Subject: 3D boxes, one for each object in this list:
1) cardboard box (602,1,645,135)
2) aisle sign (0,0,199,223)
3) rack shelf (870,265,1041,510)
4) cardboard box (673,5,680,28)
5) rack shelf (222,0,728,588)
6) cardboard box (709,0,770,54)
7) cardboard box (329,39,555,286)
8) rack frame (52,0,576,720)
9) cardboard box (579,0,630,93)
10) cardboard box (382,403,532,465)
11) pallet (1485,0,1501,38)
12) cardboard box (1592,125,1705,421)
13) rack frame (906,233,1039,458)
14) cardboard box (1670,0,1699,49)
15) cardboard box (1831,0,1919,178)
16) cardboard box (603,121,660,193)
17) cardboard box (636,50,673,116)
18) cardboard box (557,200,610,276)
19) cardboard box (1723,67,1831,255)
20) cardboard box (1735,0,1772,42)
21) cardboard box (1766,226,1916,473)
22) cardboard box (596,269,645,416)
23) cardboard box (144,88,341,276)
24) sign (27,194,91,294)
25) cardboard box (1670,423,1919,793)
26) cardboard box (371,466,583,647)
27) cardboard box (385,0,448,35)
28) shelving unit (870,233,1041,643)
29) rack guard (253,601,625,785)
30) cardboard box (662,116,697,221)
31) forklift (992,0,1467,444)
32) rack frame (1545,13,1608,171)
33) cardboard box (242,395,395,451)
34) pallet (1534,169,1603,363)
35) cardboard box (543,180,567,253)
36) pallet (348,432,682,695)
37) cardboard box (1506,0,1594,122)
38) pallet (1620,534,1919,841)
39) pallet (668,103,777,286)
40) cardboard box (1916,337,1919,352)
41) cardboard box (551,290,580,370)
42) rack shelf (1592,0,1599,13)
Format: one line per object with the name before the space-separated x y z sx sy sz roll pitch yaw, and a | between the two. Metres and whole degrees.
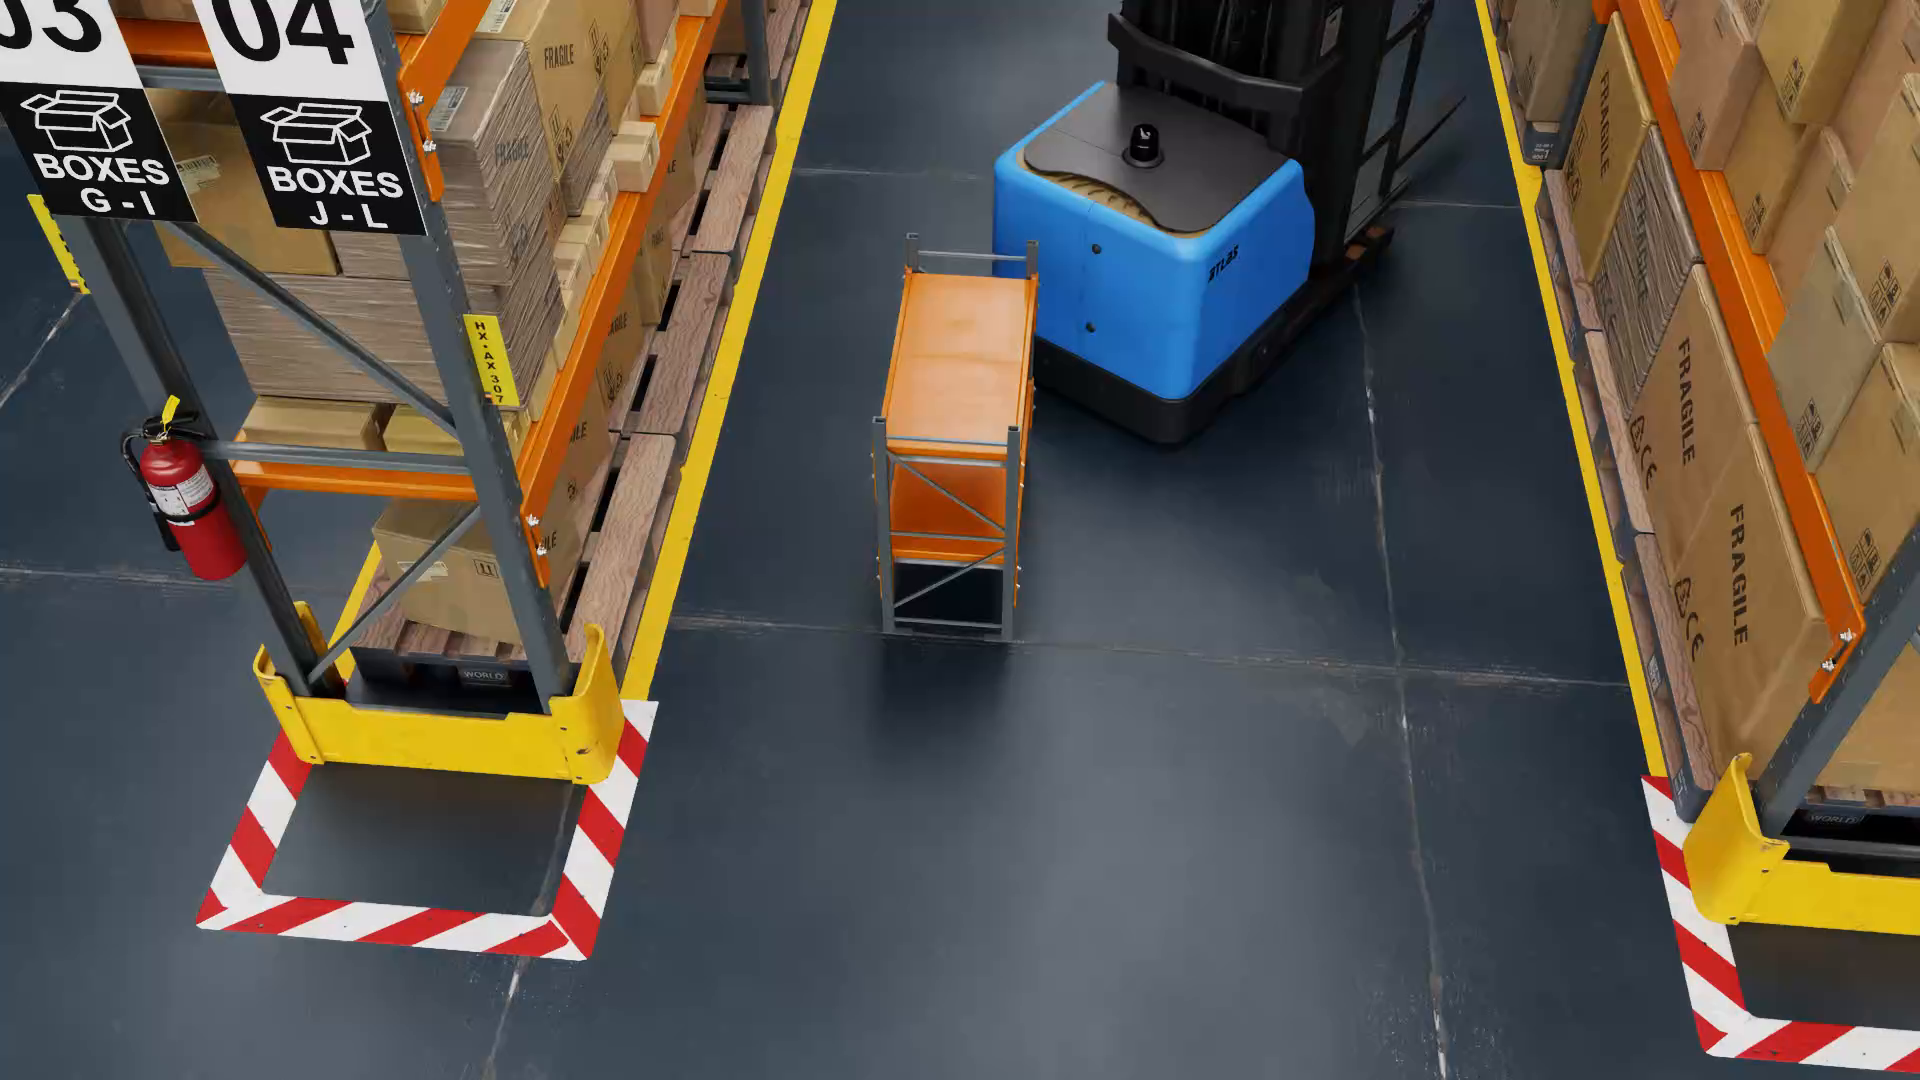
cardboard box | -1.691 -1.883 6.196 0.875 0.500 0.500 4 48 4
aisle sign | -2.145 -1.092 3.980 0.394 0.787 0.004 4 48 4
rack shelf | 0.001 -0.582 6.149 0.538 0.278 1.000 4 48 4
cardboard box | -1.384 -2.188 6.915 0.380 0.149 0.250 4 48 4
rack shelf | -1.658 -1.467 6.572 1.077 0.370 4.000 4 48 4
cardboard box | -1.399 -2.934 8.822 0.700 0.500 0.500 1 48 1
cardboard box | -1.519 -1.097 4.800 0.500 0.500 0.500 4 48 4
rack frame | -1.841 -0.240 4.963 1.000 3.000 0.127 4 48 4
cardboard box | -1.422 -1.832 5.472 0.500 0.500 0.500 4 48 4
cardboard box | -1.577 -0.349 5.232 0.380 0.149 0.250 4 48 4
pallet | 3.558 -3.301 9.652 1.003 0.211 1.213 4 48 4
cardboard box | 3.249 -1.076 6.883 0.875 0.875 0.875 4 48 4
rack frame | 0.047 -0.758 6.707 0.500 1.125 0.032 4 48 4
cardboard box | 3.405 -2.144 6.603 0.875 0.550 0.550 4 48 4
cardboard box | 3.306 -1.330 5.126 0.875 0.550 0.550 4 48 4
cardboard box | -1.344 -1.444 6.234 0.380 0.149 0.250 4 48 4
cardboard box | -1.354 -1.815 6.574 0.380 0.149 0.250 4 48 4
cardboard box | -1.466 -1.082 5.903 0.380 0.149 0.250 4 48 4
cardboard box | 3.290 -1.359 5.885 0.875 0.550 0.500 4 48 4
cardboard box | 3.266 -2.118 5.847 0.875 0.550 0.550 4 48 4
cardboard box | 3.107 -0.564 5.157 0.875 0.550 0.550 4 48 4
cardboard box | -1.671 -0.896 6.972 0.500 0.500 0.500 8 48 7
cardboard box | -2.037 -1.132 4.832 0.500 0.500 0.500 4 48 4
sign | -2.392 -0.789 4.466 0.100 0.325 0.005 4 48 4
cardboard box | 3.085 0.241 5.678 0.875 0.875 0.875 4 48 4
cardboard box | -1.767 0.004 6.149 0.500 0.500 0.500 12 49 11
cardboard box | -1.539 -1.538 4.219 0.500 0.250 0.500 5 48 5
shelving unit | 0.001 -0.385 6.365 0.538 1.125 1.048 4 48 4
rack guard | -1.834 0.548 5.936 1.175 0.500 0.348 4 48 4
cardboard box | -1.597 -1.765 7.767 0.500 0.500 0.500 18 50 16
forklift | 1.426 -2.434 7.016 1.130 2.935 3.031 30 54 25
rack frame | 3.454 -2.771 7.278 1.000 3.000 0.127 4 48 4
cardboard box | -2.020 -0.378 5.260 0.380 0.149 0.250 4 48 4
pallet | 3.307 -1.277 7.801 1.003 0.211 1.213 4 48 4
cardboard box | -1.837 -1.152 5.527 0.875 0.500 0.500 4 48 4
pallet | -1.725 0.051 6.586 1.003 0.211 1.213 4 48 4
cardboard box | 3.421 -2.616 8.376 1.050 0.750 0.750 4 48 3
pallet | 3.084 0.516 6.161 1.003 0.211 1.213 4 48 4
pallet | -1.502 -1.742 8.226 1.003 0.211 1.213 4 48 4
cardboard box | 3.162 -0.517 4.383 0.875 0.550 0.550 4 48 4
cardboard box | -1.498 -0.714 5.566 0.380 0.149 0.250 4 48 4
rack shelf | 3.636 -3.998 8.888 1.077 0.370 4.000 4 48 4
